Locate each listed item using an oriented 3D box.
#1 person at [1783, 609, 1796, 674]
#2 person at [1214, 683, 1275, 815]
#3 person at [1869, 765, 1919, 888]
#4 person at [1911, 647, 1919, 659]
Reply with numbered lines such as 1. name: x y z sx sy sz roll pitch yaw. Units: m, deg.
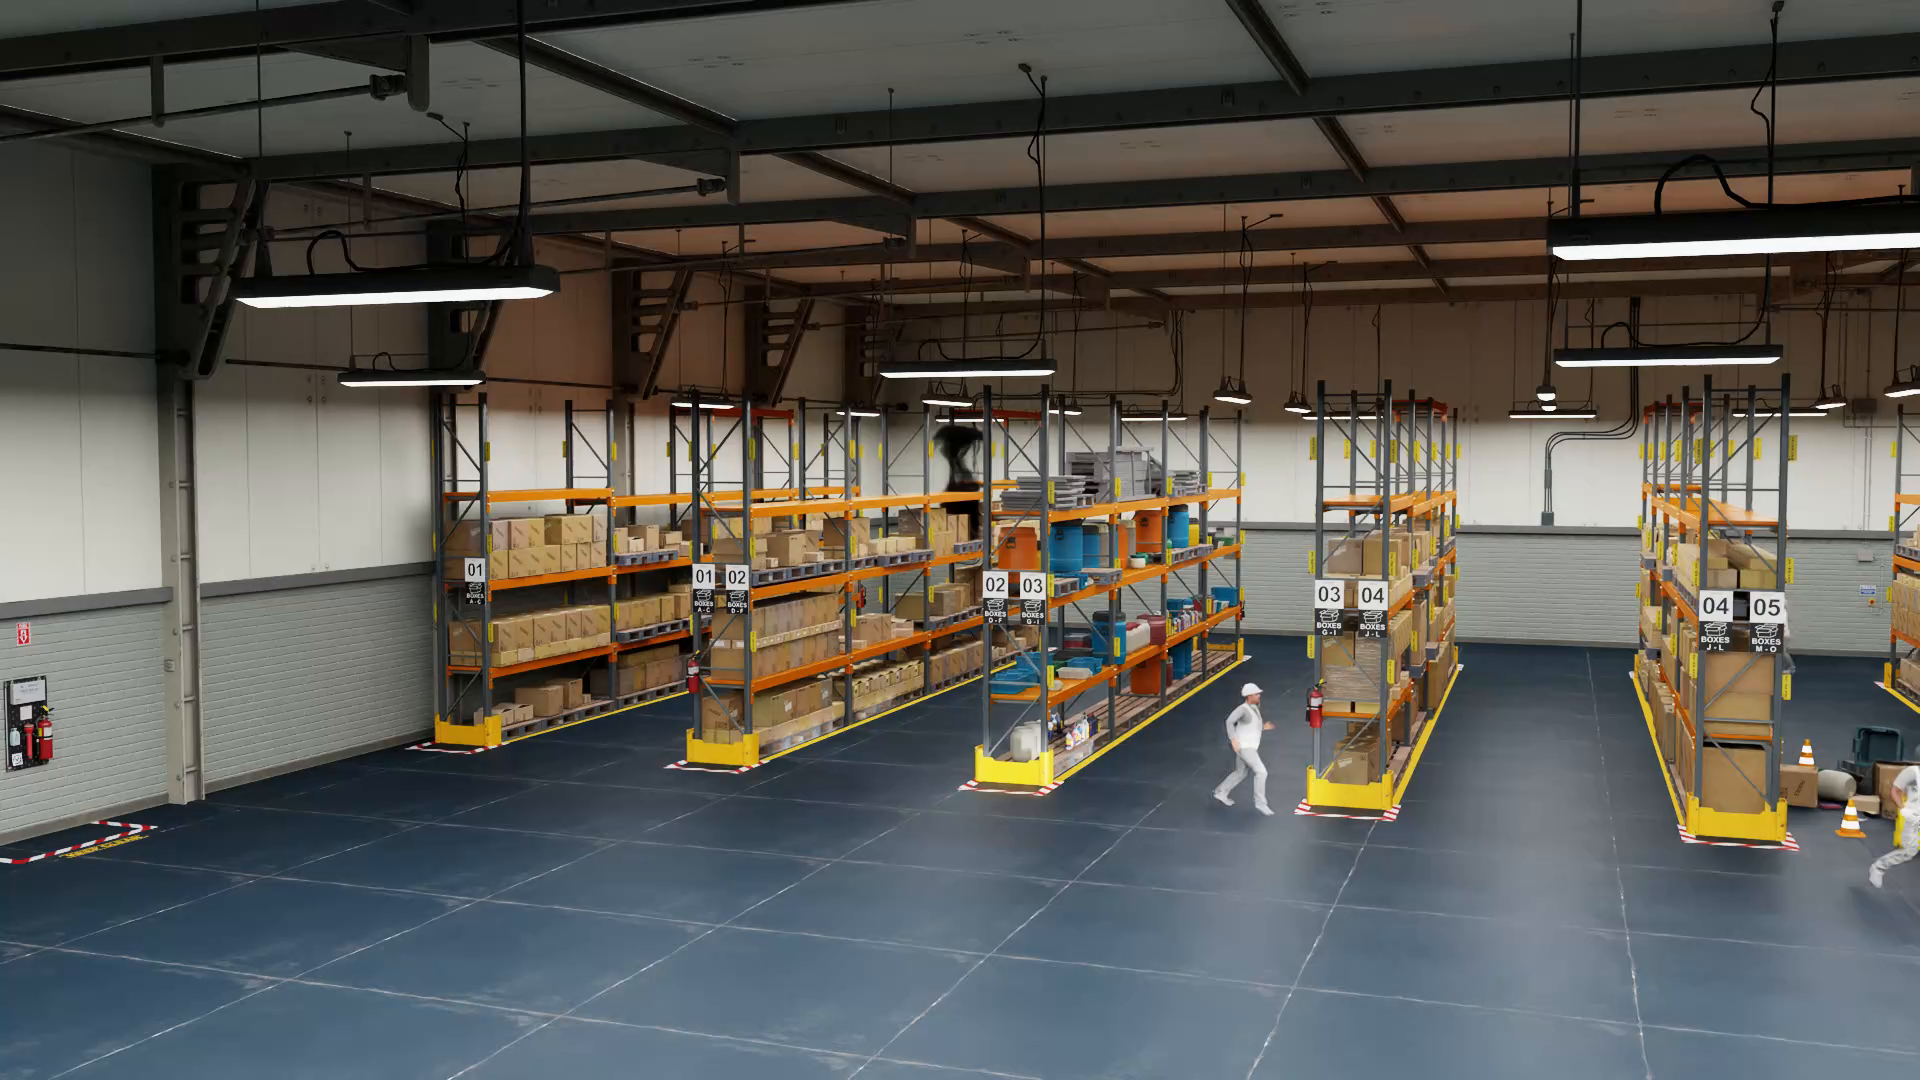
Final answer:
1. person: 18.356 2.132 37.311 0.777 1.708 0.741 1 3 12
2. person: 3.966 2.897 23.151 0.871 1.811 0.683 1 3 20
3. person: 10.781 3.157 18.666 0.892 1.774 0.706 -1 3 -10
4. person: 20.936 2.232 36.162 0.678 1.673 0.902 -2 4 -38
